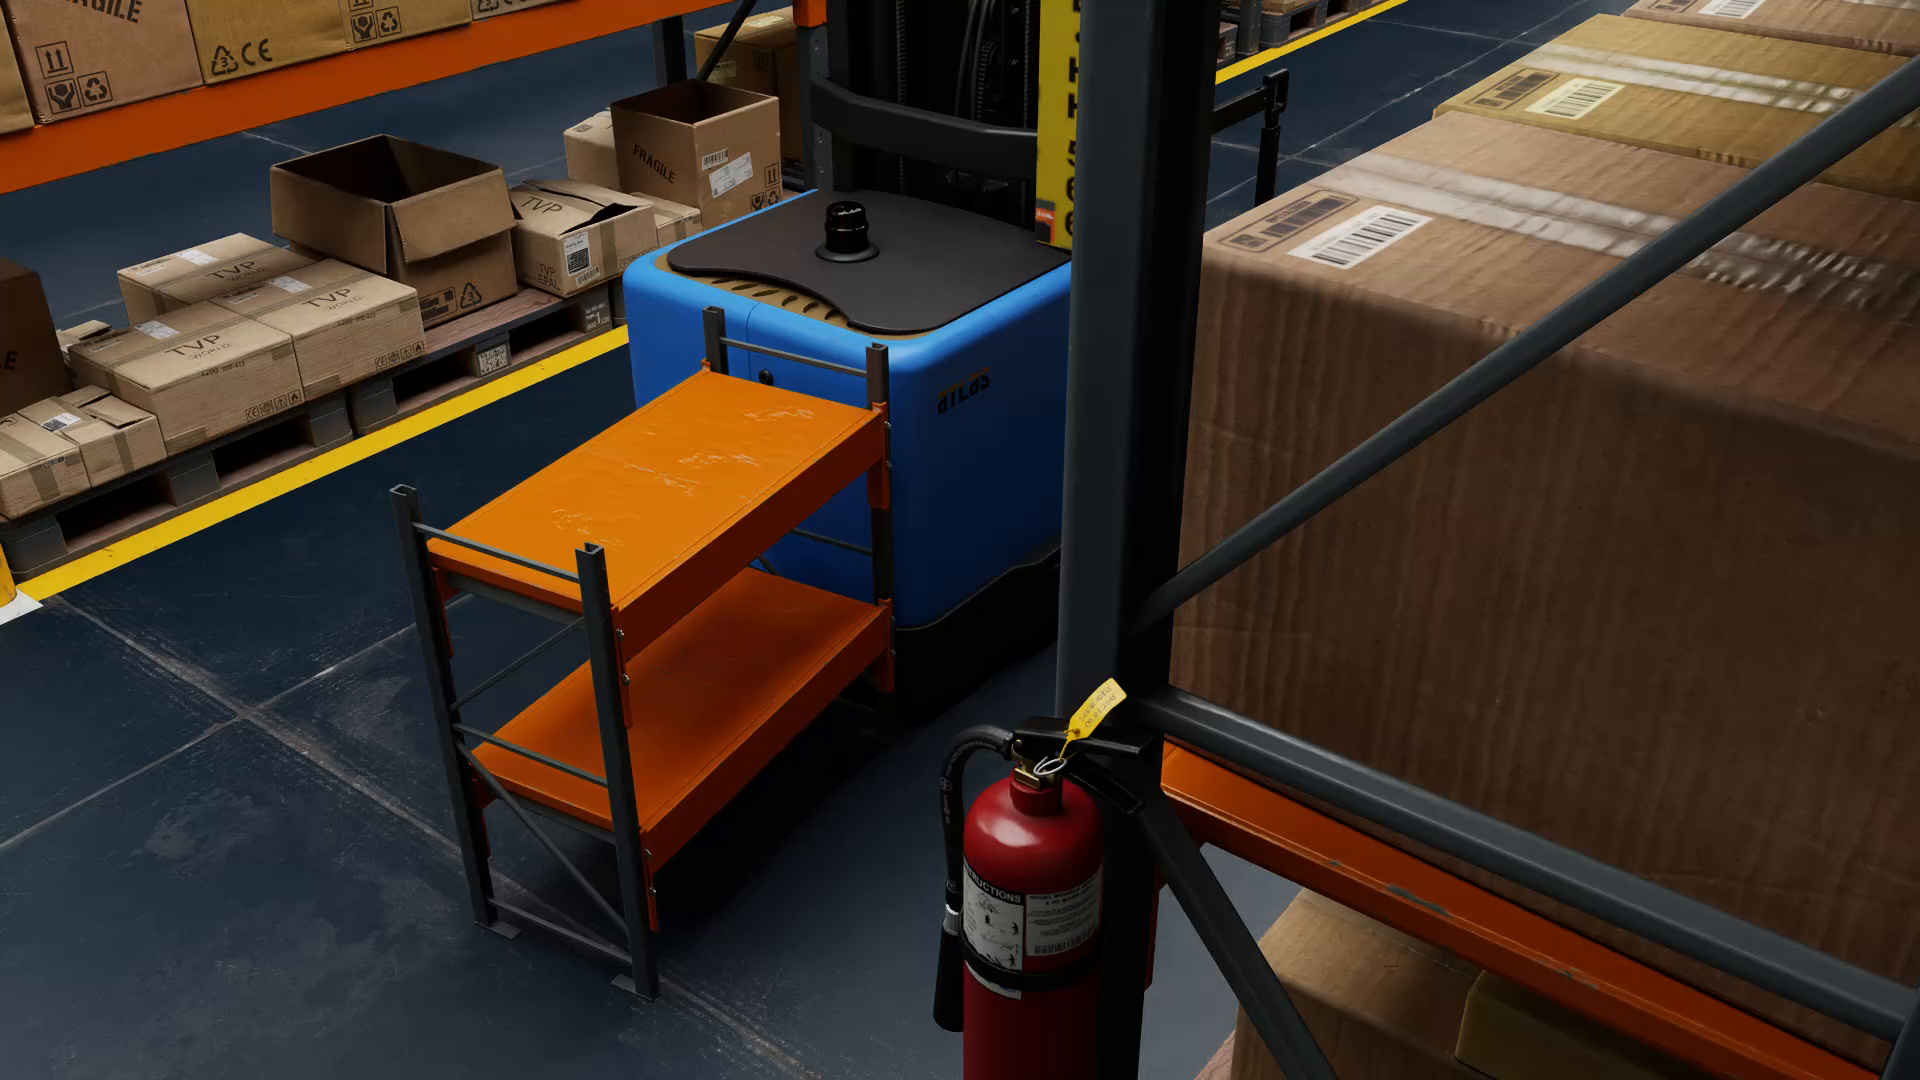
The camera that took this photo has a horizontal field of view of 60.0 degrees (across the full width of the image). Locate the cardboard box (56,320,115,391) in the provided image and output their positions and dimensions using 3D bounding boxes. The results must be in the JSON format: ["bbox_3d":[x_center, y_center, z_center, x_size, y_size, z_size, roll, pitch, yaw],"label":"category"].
[{"bbox_3d":[-2.957,-0.605,5.676,0.380,0.166,0.250,21,37,31],"label":"cardboard box"}]

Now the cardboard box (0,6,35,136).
[{"bbox_3d":[-2.927,-1.343,4.476,0.500,0.500,0.500,22,37,32],"label":"cardboard box"}]

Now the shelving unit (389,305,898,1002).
[{"bbox_3d":[-0.632,0.214,3.785,0.538,1.125,1.048,15,34,24],"label":"shelving unit"}]

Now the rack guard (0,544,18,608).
[{"bbox_3d":[-3.359,-0.156,5.024,1.175,0.500,0.348,21,37,31],"label":"rack guard"}]

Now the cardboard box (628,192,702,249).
[{"bbox_3d":[-1.286,-1.300,6.866,0.380,0.149,0.250,21,37,31],"label":"cardboard box"}]

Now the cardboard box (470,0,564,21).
[{"bbox_3d":[-1.706,-2.168,5.868,0.500,0.500,0.500,22,37,32],"label":"cardboard box"}]

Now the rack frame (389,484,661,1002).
[{"bbox_3d":[-0.874,0.442,3.400,0.500,1.125,0.032,15,34,24],"label":"rack frame"}]

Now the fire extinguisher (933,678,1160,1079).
[{"bbox_3d":[0.088,0.435,2.015,0.296,0.674,0.183,21,37,31],"label":"fire extinguisher"}]

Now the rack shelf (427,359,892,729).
[{"bbox_3d":[-0.632,-0.037,3.636,0.538,0.278,1.000,15,34,24],"label":"rack shelf"}]

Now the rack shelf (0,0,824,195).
[{"bbox_3d":[-2.197,-1.704,5.889,1.077,0.370,4.000,21,37,31],"label":"rack shelf"}]

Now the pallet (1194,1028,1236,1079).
[{"bbox_3d":[0.967,1.173,3.064,1.003,0.211,1.213,21,37,31],"label":"pallet"}]

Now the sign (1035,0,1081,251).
[{"bbox_3d":[0.123,-0.451,1.700,0.100,0.325,0.005,21,37,31],"label":"sign"}]

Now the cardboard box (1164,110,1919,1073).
[{"bbox_3d":[0.847,-0.017,2.043,0.980,0.700,0.700,23,38,33],"label":"cardboard box"}]

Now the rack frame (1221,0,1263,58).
[{"bbox_3d":[1.424,-4.453,9.821,1.000,3.000,0.127,21,37,31],"label":"rack frame"}]

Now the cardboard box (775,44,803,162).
[{"bbox_3d":[-0.504,-2.062,7.808,0.500,0.500,0.500,19,36,29],"label":"cardboard box"}]

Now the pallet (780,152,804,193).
[{"bbox_3d":[-0.529,-1.969,8.366,1.003,0.211,1.213,21,37,31],"label":"pallet"}]

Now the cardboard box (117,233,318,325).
[{"bbox_3d":[-2.675,-0.881,6.060,0.500,0.250,0.500,21,37,31],"label":"cardboard box"}]

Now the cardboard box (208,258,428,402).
[{"bbox_3d":[-2.247,-0.747,5.835,0.500,0.250,0.500,21,37,31],"label":"cardboard box"}]

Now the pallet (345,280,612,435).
[{"bbox_3d":[-2.141,-0.850,6.478,1.003,0.211,1.213,21,37,31],"label":"pallet"}]

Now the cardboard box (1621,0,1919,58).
[{"bbox_3d":[1.745,-0.624,3.066,0.980,0.700,0.700,19,36,29],"label":"cardboard box"}]

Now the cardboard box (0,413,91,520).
[{"bbox_3d":[-2.878,-0.228,5.058,0.380,0.149,0.250,21,37,31],"label":"cardboard box"}]

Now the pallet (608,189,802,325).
[{"bbox_3d":[-1.405,-1.348,7.318,1.003,0.211,1.213,21,37,31],"label":"pallet"}]

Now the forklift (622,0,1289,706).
[{"bbox_3d":[0.382,-1.516,4.934,1.130,2.935,3.031,21,37,31],"label":"forklift"}]

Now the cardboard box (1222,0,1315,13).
[{"bbox_3d":[1.975,-3.573,10.622,0.500,0.250,0.500,21,37,31],"label":"cardboard box"}]

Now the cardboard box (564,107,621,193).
[{"bbox_3d":[-1.416,-1.755,7.475,0.500,0.311,0.500,21,37,31],"label":"cardboard box"}]

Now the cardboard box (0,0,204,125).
[{"bbox_3d":[-2.619,-1.554,4.833,0.500,0.500,0.500,21,36,31],"label":"cardboard box"}]

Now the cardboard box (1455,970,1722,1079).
[{"bbox_3d":[0.974,0.735,2.472,0.380,0.149,0.250,21,37,32],"label":"cardboard box"}]

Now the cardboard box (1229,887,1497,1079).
[{"bbox_3d":[0.890,0.902,2.827,0.700,0.500,0.500,21,37,31],"label":"cardboard box"}]

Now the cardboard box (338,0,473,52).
[{"bbox_3d":[-2.011,-1.960,5.517,0.500,0.500,0.500,22,37,32],"label":"cardboard box"}]

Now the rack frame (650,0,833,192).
[{"bbox_3d":[-0.990,-2.827,7.078,1.000,3.000,0.127,21,37,31],"label":"rack frame"}]

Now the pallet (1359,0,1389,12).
[{"bbox_3d":[2.689,-4.069,11.909,1.003,0.211,1.213,21,37,31],"label":"pallet"}]

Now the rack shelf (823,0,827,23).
[{"bbox_3d":[0.217,-3.330,8.633,1.077,0.370,4.000,21,37,31],"label":"rack shelf"}]

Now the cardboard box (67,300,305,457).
[{"bbox_3d":[-2.548,-0.544,5.492,0.500,0.250,0.500,21,37,31],"label":"cardboard box"}]

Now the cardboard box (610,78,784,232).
[{"bbox_3d":[-1.108,-1.622,7.065,0.500,0.500,0.500,21,37,31],"label":"cardboard box"}]

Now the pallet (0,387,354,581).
[{"bbox_3d":[-2.878,-0.356,5.645,1.003,0.211,1.213,21,37,31],"label":"pallet"}]

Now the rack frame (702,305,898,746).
[{"bbox_3d":[-0.390,-0.013,4.169,0.500,1.125,0.032,15,34,24],"label":"rack frame"}]

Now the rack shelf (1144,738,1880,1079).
[{"bbox_3d":[1.754,-0.181,3.319,1.077,0.370,4.000,21,37,31],"label":"rack shelf"}]

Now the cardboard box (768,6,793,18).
[{"bbox_3d":[-0.616,-2.428,8.425,0.500,0.500,0.500,21,37,31],"label":"cardboard box"}]

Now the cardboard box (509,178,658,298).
[{"bbox_3d":[-1.561,-1.236,6.598,0.500,0.311,0.500,21,37,31],"label":"cardboard box"}]

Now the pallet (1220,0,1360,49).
[{"bbox_3d":[1.952,-3.576,11.076,1.003,0.211,1.213,21,37,31],"label":"pallet"}]

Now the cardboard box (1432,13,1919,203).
[{"bbox_3d":[1.277,-0.316,2.548,0.980,0.700,0.700,21,36,31],"label":"cardboard box"}]

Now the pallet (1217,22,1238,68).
[{"bbox_3d":[0.944,-2.961,10.040,1.003,0.211,1.213,21,37,31],"label":"pallet"}]

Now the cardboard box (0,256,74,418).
[{"bbox_3d":[-3.273,-0.612,5.360,0.500,0.500,0.500,21,37,31],"label":"cardboard box"}]

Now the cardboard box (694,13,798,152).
[{"bbox_3d":[-0.921,-2.229,8.090,0.500,0.500,0.500,21,37,31],"label":"cardboard box"}]

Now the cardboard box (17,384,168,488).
[{"bbox_3d":[-2.727,-0.337,5.225,0.380,0.166,0.250,21,37,31],"label":"cardboard box"}]

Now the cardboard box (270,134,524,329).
[{"bbox_3d":[-2.120,-1.177,6.311,0.797,0.503,0.637,21,37,31],"label":"cardboard box"}]

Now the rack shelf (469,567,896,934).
[{"bbox_3d":[-0.632,0.425,3.910,0.538,0.278,1.000,15,34,24],"label":"rack shelf"}]

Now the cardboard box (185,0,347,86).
[{"bbox_3d":[-2.314,-1.758,5.175,0.500,0.500,0.500,21,37,31],"label":"cardboard box"}]
